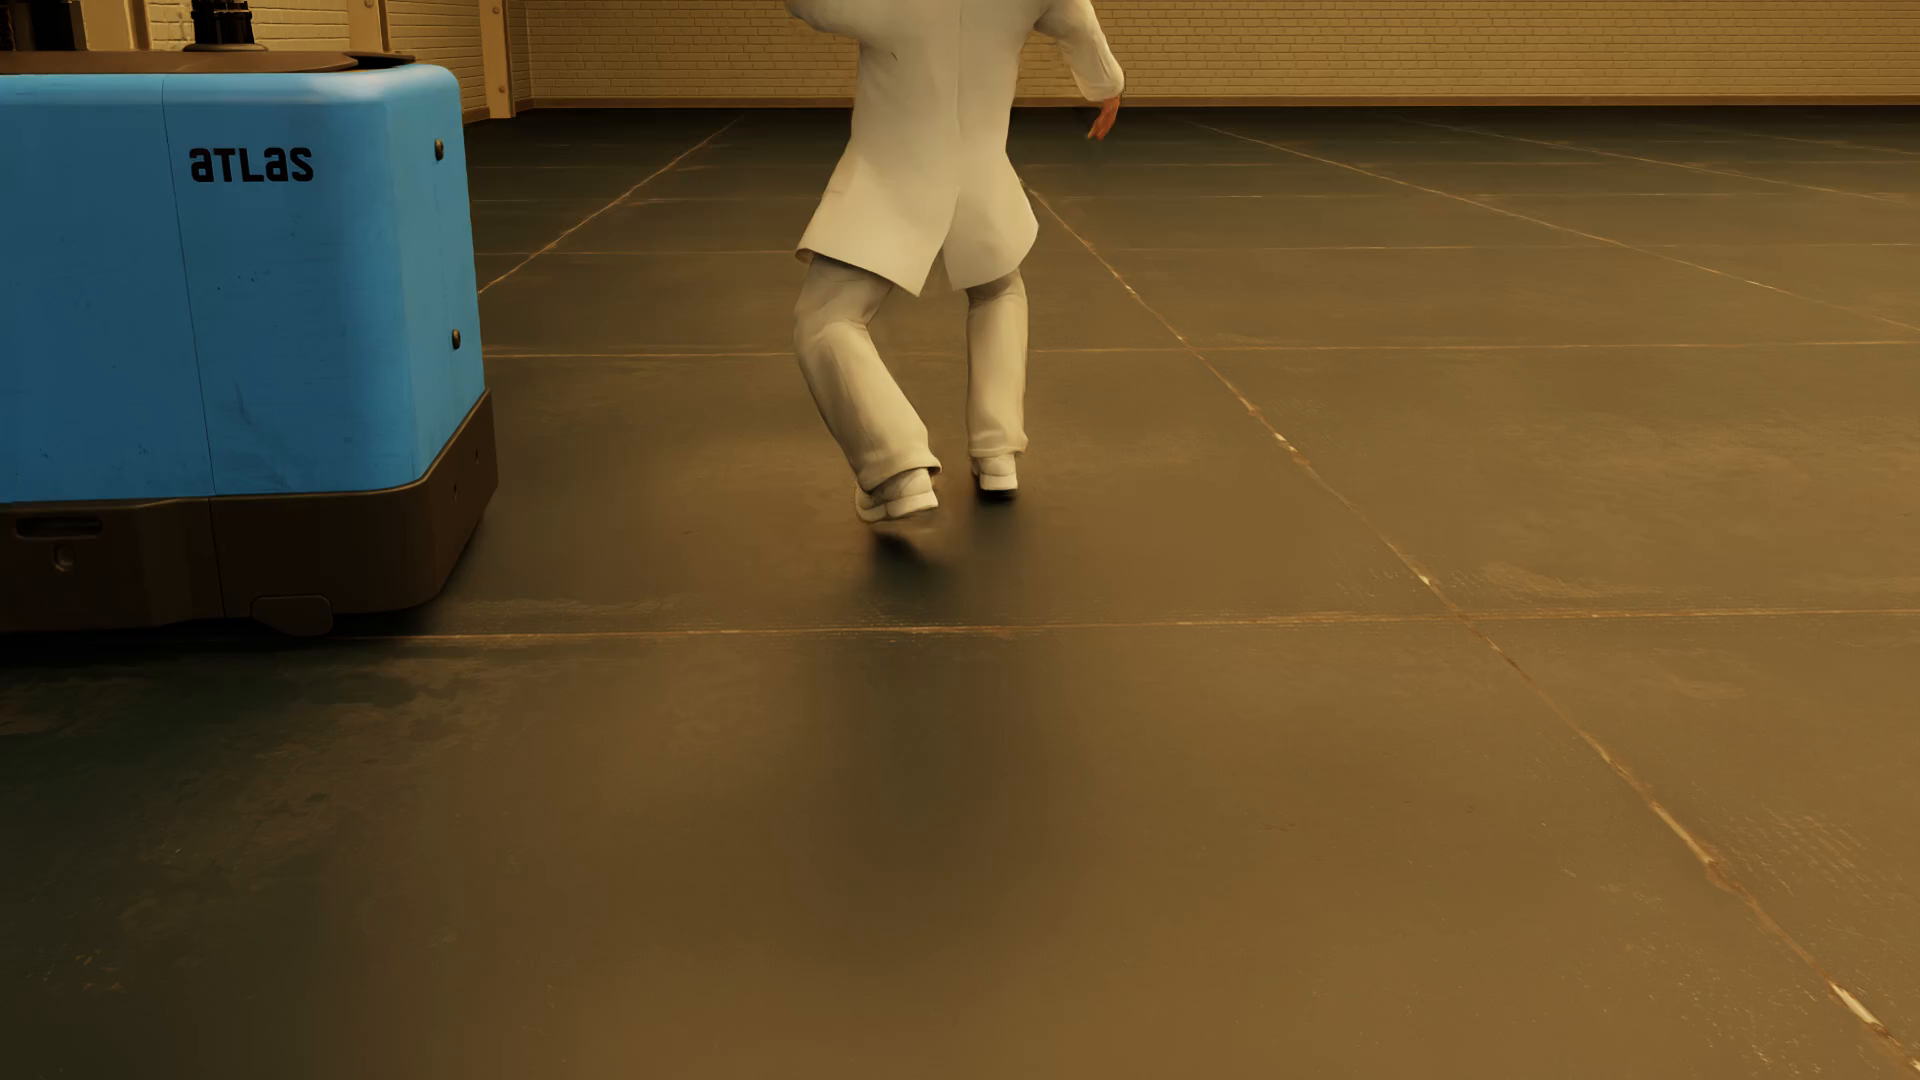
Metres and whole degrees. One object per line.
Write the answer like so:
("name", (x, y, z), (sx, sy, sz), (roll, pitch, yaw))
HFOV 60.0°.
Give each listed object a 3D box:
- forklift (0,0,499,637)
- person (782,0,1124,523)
("forklift", (-2.596, -1.293, 3.135), (3.031, 2.935, 1.130), (-2, 17, -7))
("person", (0.017, -0.885, 4.092), (0.977, 1.563, 0.898), (-11, 20, -33))
